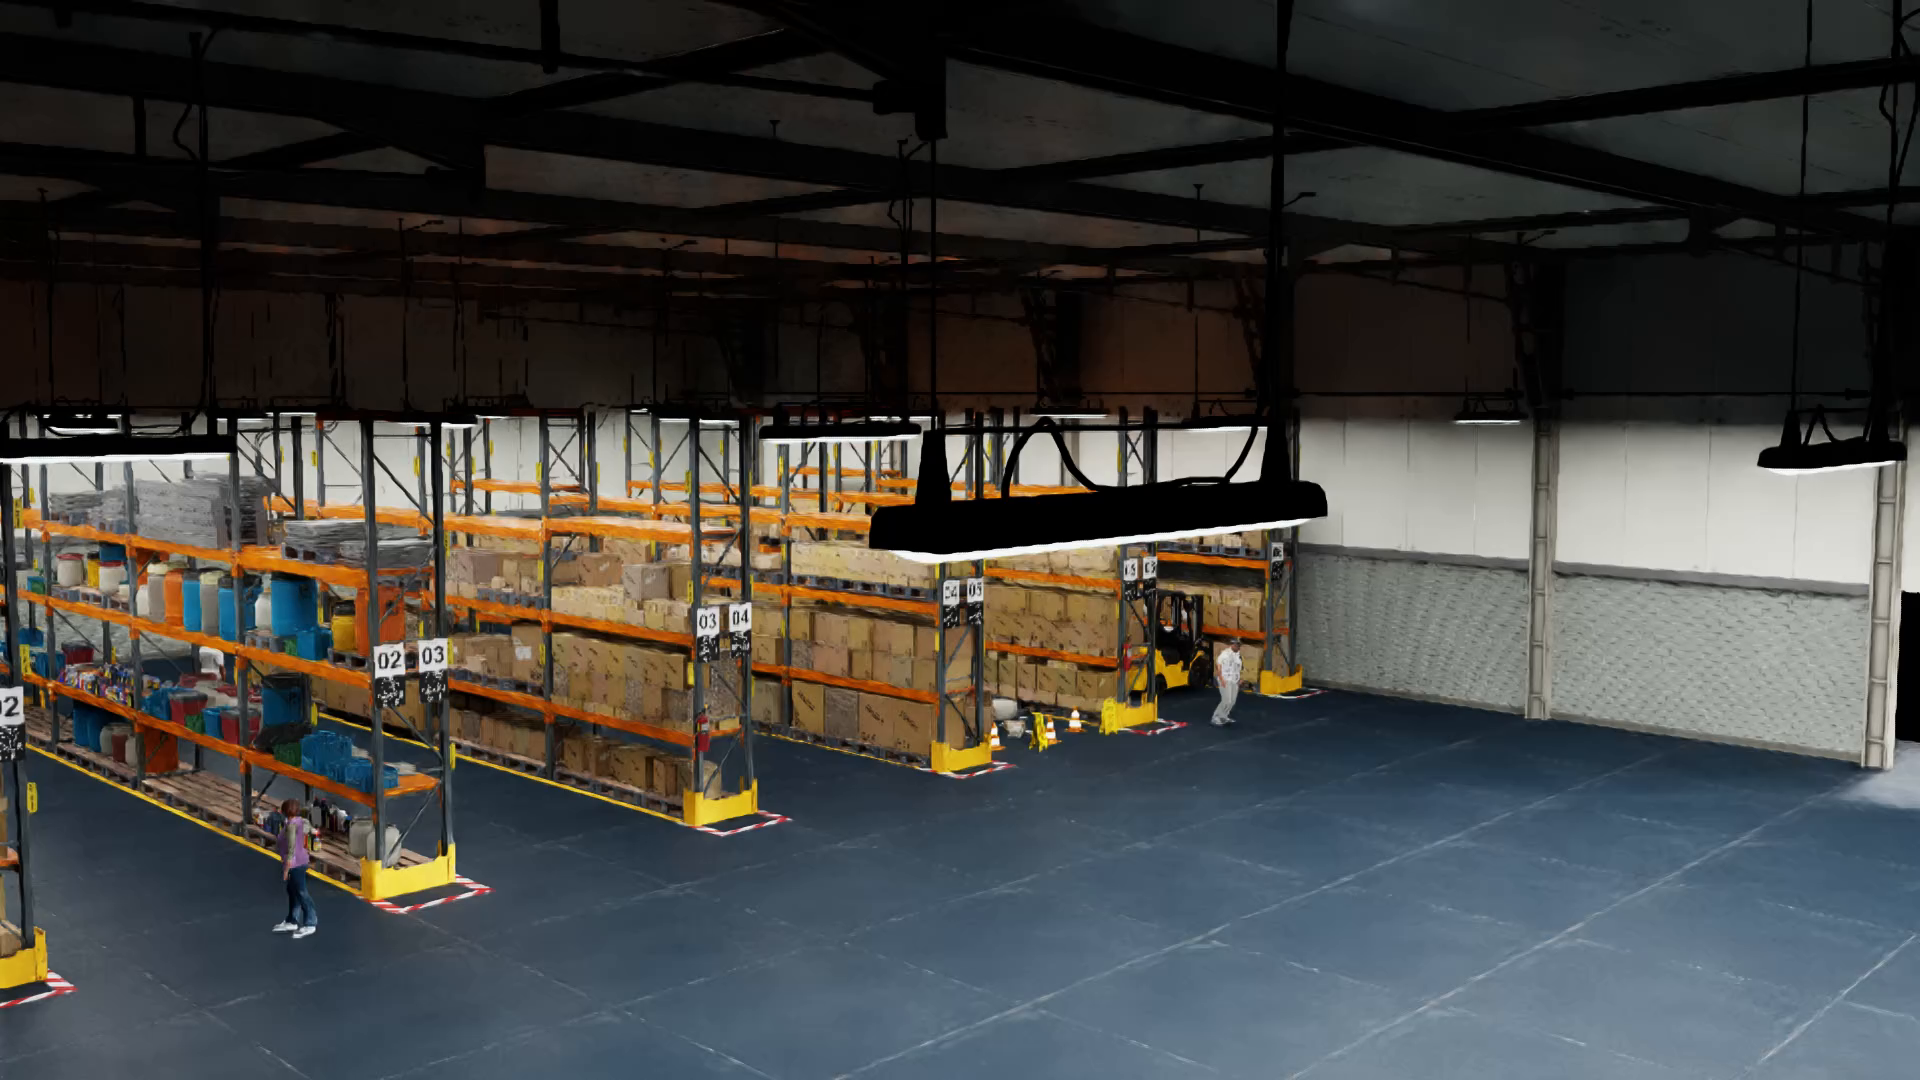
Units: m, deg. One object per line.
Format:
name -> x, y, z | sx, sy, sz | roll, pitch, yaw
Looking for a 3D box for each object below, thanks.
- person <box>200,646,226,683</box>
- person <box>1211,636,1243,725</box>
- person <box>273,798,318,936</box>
person -> -14.196, 2.627, 31.664 | 0.645, 1.772, 0.464 | 2, 5, 23
person -> 5.128, 2.665, 31.806 | 0.542, 1.715, 0.682 | 4, 7, 41
person -> -7.805, 3.808, 19.461 | 0.511, 1.585, 0.494 | -1, 5, -16
